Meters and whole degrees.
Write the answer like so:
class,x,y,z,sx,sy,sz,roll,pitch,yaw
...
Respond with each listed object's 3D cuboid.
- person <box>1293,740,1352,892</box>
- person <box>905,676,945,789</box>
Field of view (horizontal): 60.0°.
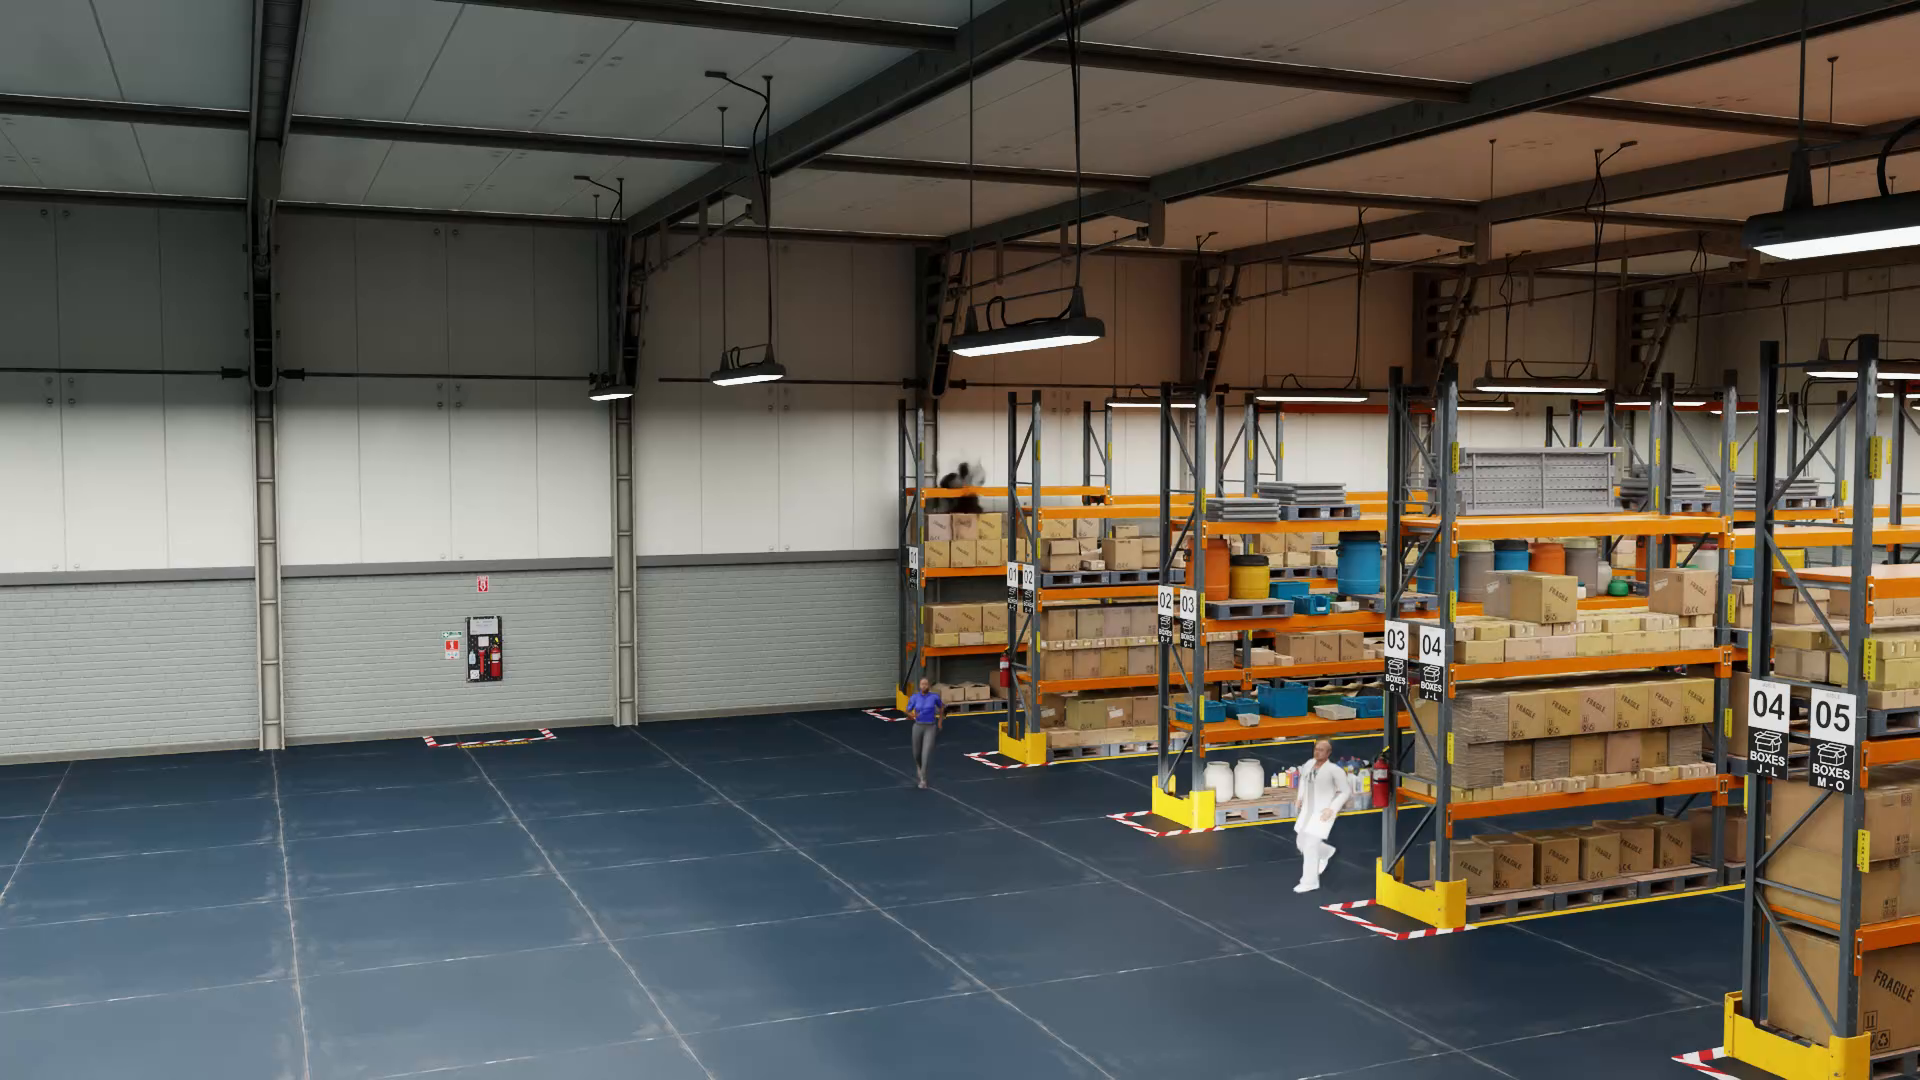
class,x,y,z,sx,sy,sz,roll,pitch,yaw
person,4.207,3.196,19.246,0.756,1.786,0.755,-3,4,-38
person,-0.534,2.858,25.012,0.580,1.631,0.891,0,3,4
